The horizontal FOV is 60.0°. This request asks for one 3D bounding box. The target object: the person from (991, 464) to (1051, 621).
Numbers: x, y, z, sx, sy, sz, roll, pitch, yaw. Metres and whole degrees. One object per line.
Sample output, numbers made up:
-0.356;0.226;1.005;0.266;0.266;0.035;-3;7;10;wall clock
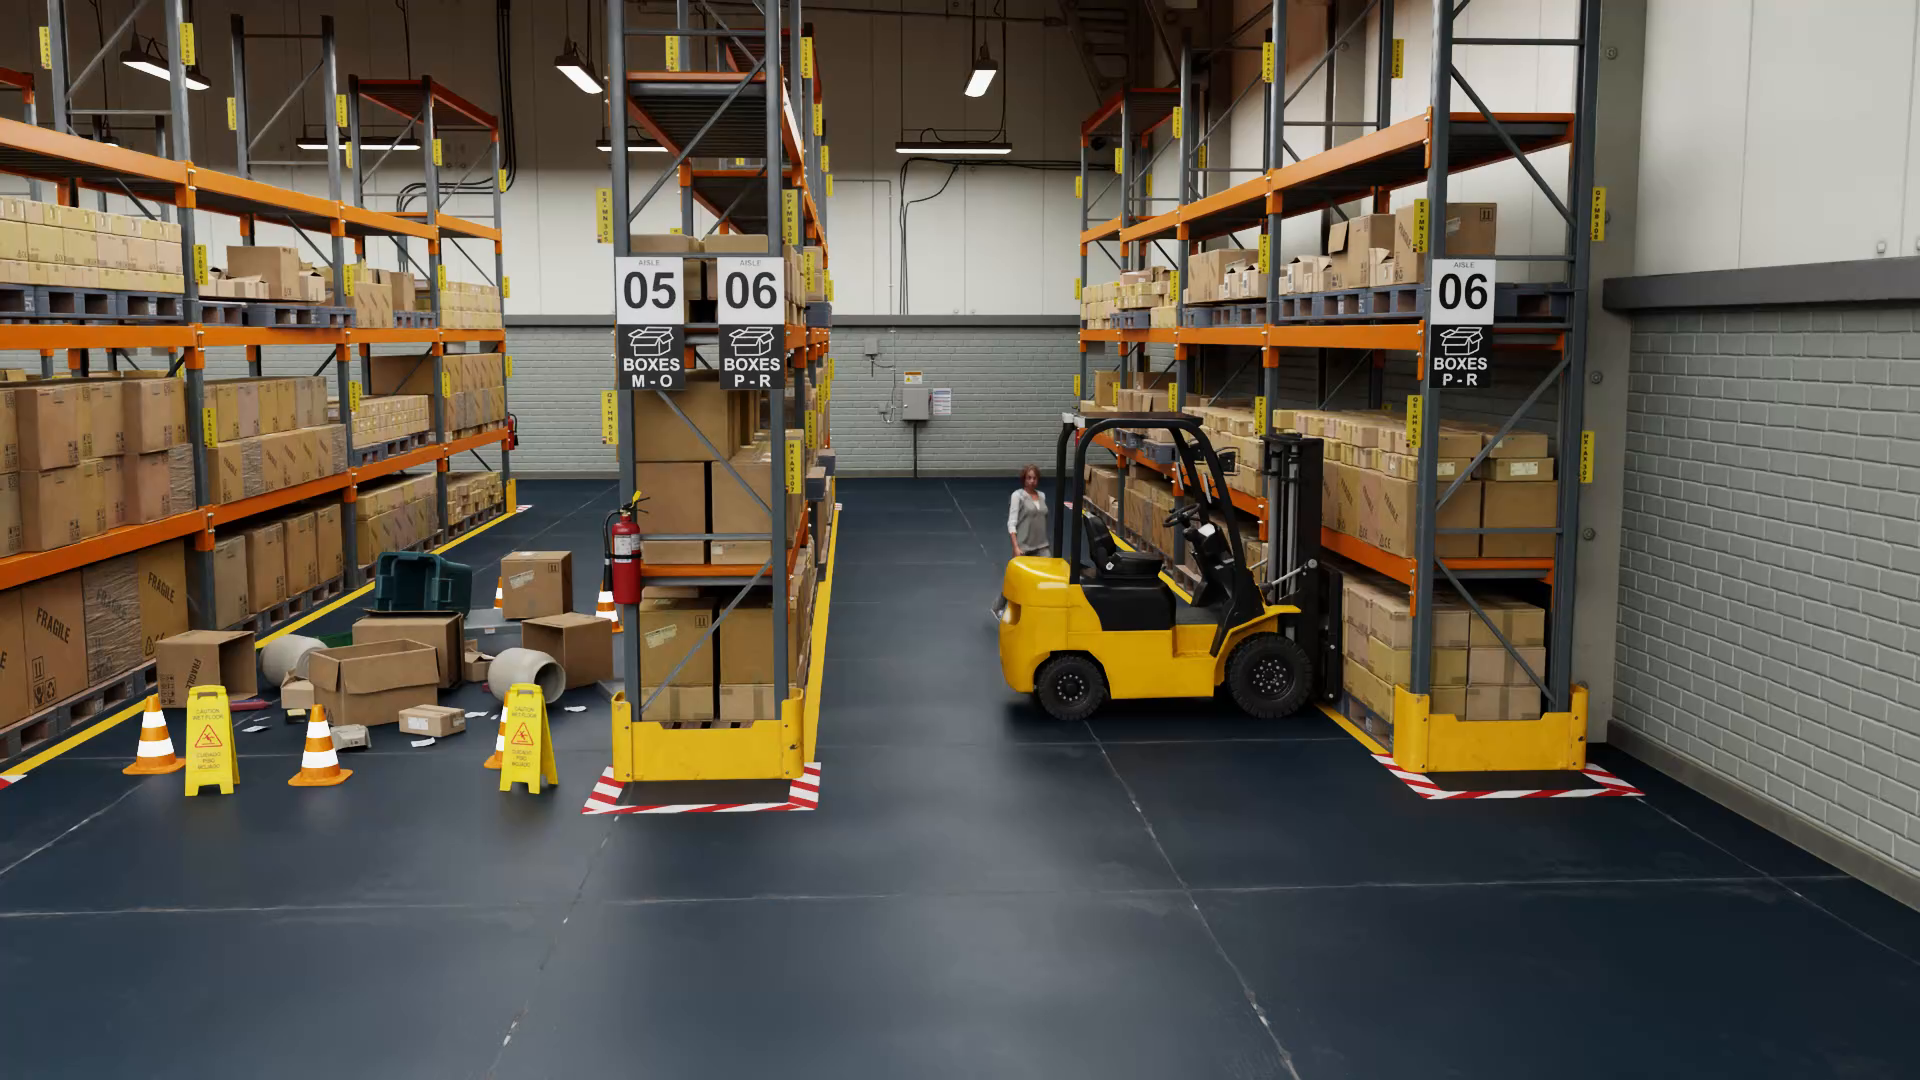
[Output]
0.667;0.076;15.307;0.453;1.540;0.943;-4;8;-29;person
